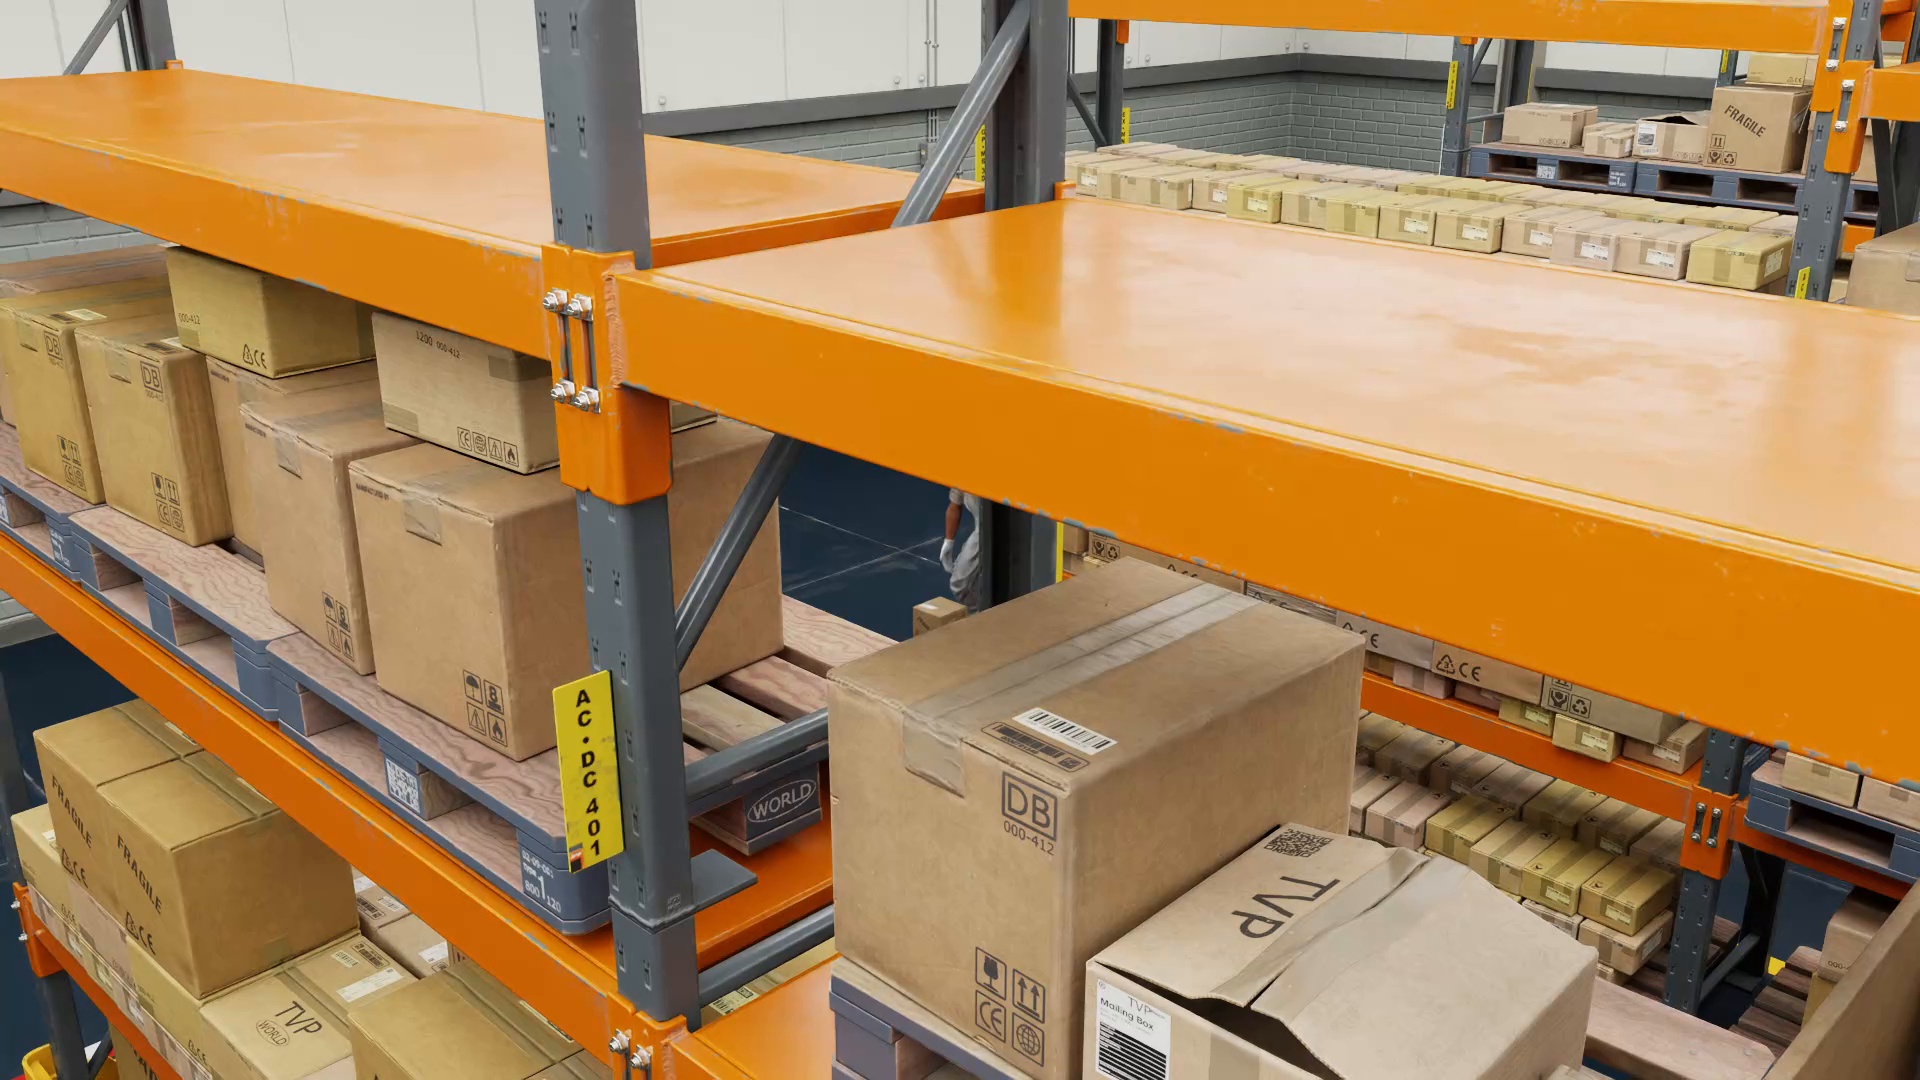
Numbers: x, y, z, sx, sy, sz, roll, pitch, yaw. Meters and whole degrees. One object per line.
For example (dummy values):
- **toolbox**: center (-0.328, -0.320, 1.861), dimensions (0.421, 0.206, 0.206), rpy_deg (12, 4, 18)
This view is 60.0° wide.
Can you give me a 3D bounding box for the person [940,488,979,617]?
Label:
- **person**: center (0.205, 0.028, 10.844), dimensions (0.608, 1.526, 0.696), rpy_deg (18, 27, 40)
